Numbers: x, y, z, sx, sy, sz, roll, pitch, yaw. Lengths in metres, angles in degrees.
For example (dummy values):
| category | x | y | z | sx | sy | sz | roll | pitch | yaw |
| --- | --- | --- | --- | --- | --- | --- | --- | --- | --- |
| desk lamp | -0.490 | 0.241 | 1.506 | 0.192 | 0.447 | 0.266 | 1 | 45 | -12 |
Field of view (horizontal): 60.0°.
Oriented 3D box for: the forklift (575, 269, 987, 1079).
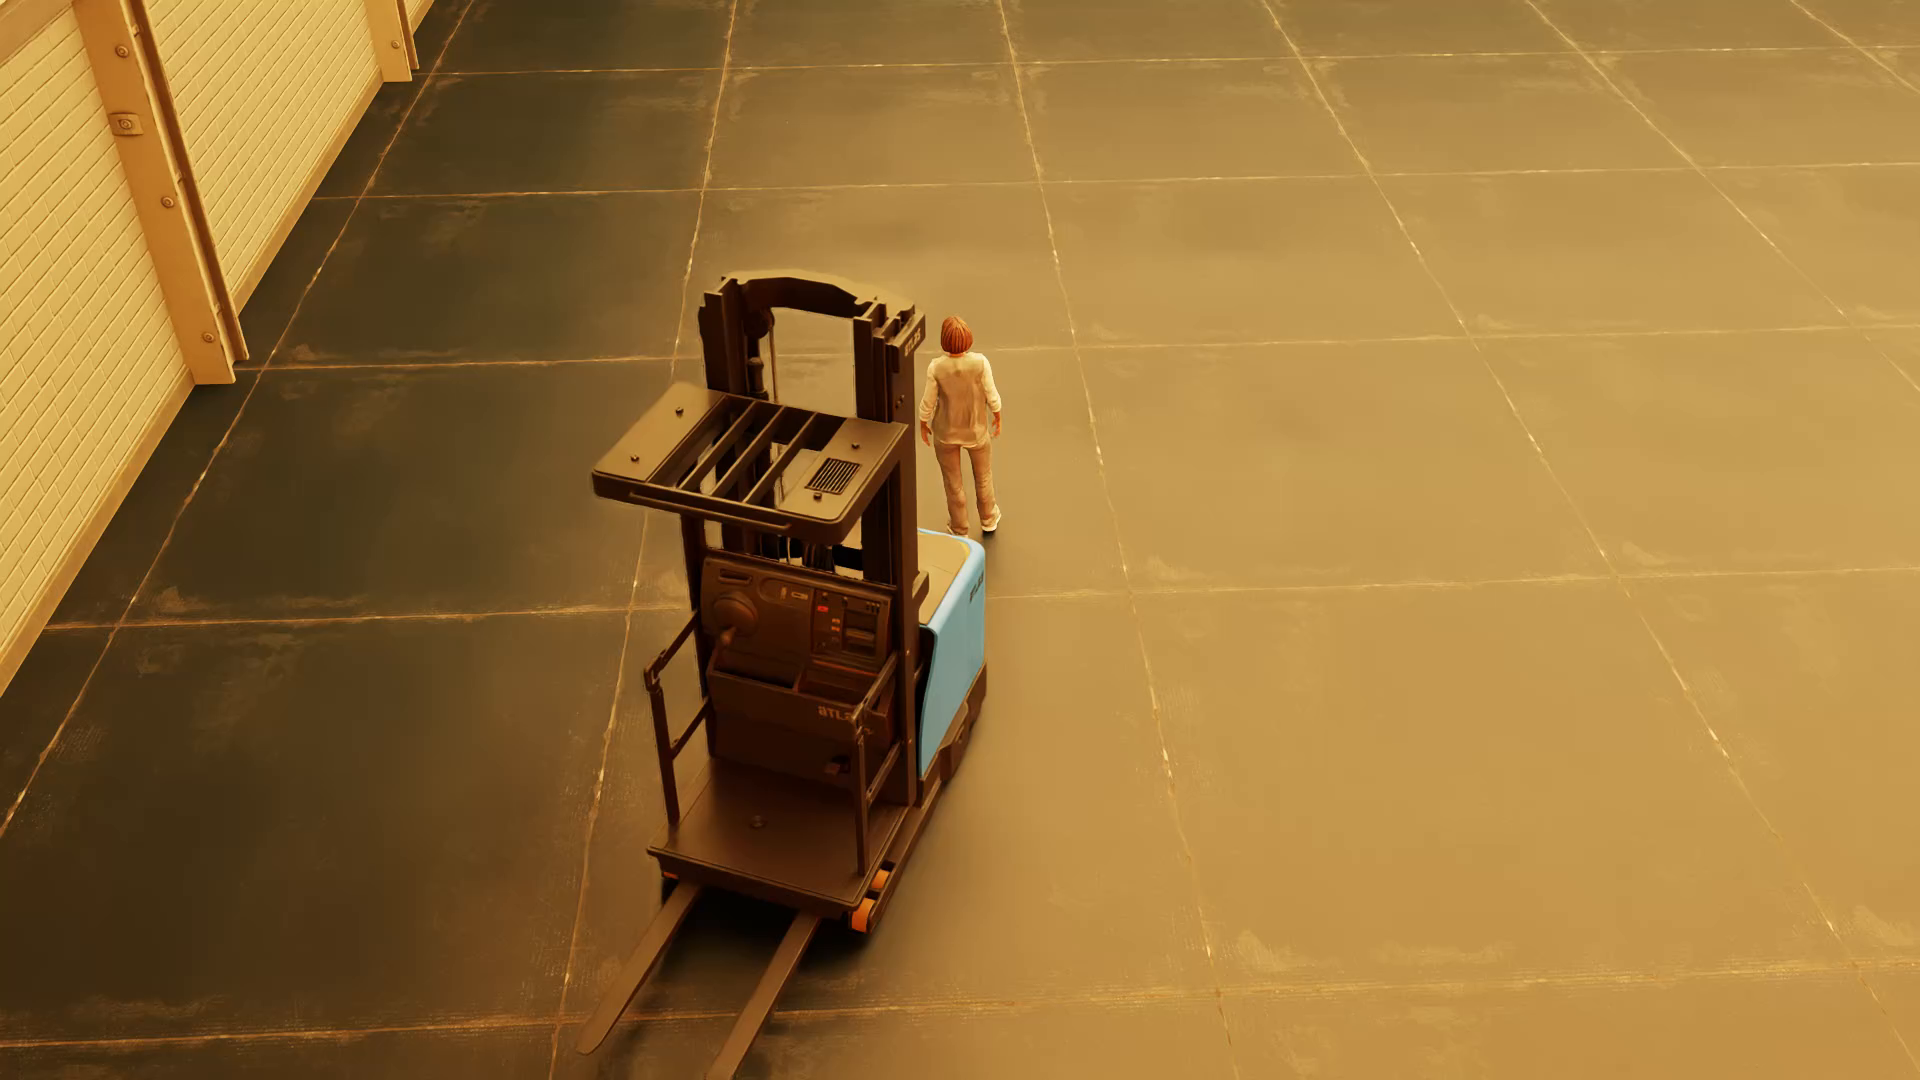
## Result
| category | x | y | z | sx | sy | sz | roll | pitch | yaw |
| --- | --- | --- | --- | --- | --- | --- | --- | --- | --- |
| forklift | -0.826 | 0.411 | 7.446 | 1.130 | 2.935 | 3.031 | 12 | 38 | 16 |

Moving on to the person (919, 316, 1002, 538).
| category | x | y | z | sx | sy | sz | roll | pitch | yaw |
| --- | --- | --- | --- | --- | --- | --- | --- | --- | --- |
| person | 0.010 | -0.695 | 10.085 | 0.520 | 1.597 | 0.475 | -2 | 36 | -2 |
